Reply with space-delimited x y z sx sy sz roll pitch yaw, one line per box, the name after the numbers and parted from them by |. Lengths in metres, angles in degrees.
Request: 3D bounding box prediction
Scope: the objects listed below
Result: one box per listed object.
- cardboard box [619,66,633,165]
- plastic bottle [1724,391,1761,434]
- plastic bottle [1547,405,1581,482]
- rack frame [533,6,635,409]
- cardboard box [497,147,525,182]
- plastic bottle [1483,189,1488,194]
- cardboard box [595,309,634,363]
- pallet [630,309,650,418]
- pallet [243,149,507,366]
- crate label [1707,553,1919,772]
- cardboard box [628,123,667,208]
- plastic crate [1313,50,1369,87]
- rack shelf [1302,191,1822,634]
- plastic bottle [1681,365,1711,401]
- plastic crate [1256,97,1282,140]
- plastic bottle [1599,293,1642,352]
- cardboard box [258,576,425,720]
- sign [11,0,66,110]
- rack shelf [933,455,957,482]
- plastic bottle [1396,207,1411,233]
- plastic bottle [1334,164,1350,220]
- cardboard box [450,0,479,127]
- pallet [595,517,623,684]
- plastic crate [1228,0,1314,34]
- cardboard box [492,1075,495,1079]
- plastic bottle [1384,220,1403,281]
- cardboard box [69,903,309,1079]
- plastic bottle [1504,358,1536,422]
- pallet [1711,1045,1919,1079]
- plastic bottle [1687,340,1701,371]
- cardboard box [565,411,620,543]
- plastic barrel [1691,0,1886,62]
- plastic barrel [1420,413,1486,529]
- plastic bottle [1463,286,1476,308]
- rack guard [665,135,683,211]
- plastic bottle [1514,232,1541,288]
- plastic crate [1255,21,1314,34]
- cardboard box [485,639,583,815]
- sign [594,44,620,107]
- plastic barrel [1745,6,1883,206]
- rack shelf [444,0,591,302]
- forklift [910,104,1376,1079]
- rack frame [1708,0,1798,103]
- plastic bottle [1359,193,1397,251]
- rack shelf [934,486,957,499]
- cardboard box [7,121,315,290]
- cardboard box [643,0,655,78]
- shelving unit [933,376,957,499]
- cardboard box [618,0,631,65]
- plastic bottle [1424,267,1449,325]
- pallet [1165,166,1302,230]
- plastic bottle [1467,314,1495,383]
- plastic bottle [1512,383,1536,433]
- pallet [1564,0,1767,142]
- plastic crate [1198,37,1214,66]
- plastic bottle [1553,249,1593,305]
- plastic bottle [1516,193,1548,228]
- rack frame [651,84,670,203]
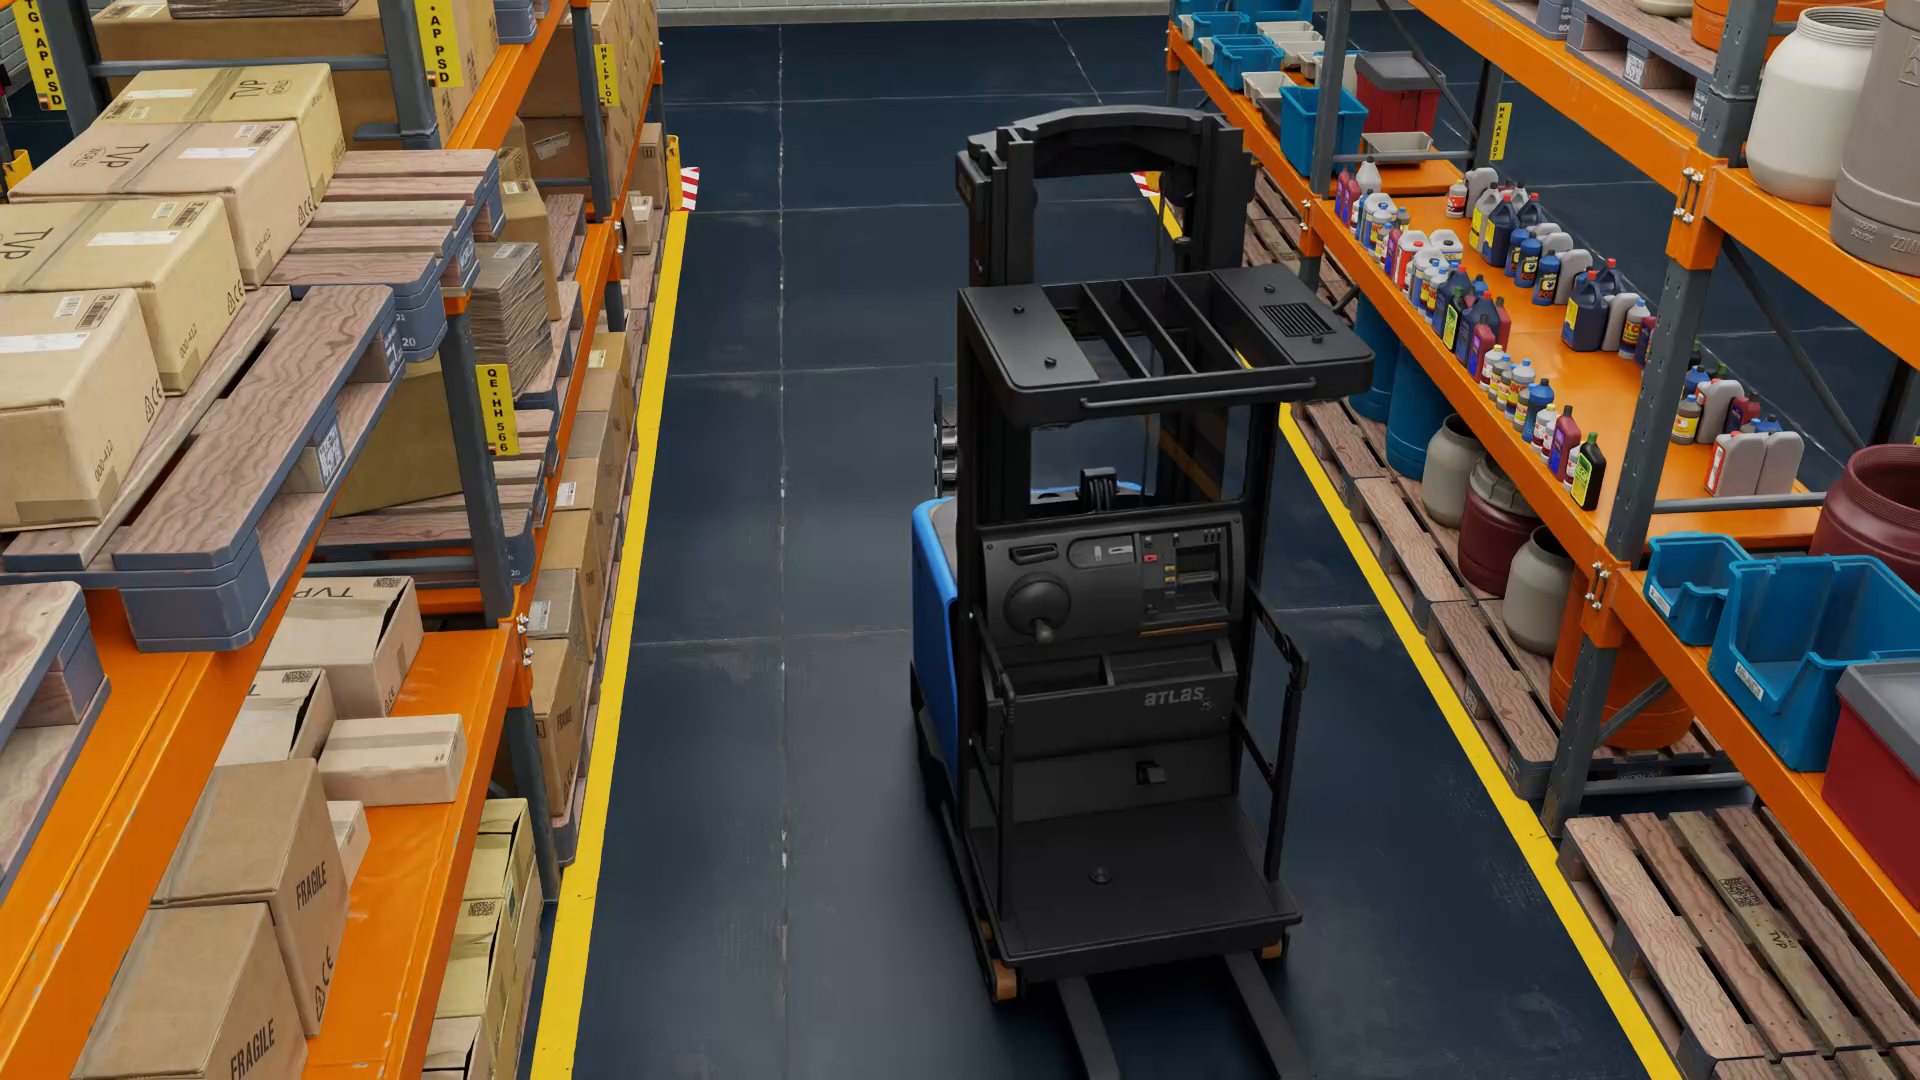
-2.252 -2.514 9.936 0.500 0.500 0.500 -2 31 -4 | cardboard box
3.177 -0.486 6.752 0.061 0.283 0.133 -3 31 -5 | plastic bottle
2.397 -0.384 6.581 0.061 0.283 0.133 -3 31 -5 | plastic bottle
-2.425 -1.937 9.067 1.000 3.000 0.127 -3 31 -5 | rack frame
-2.476 -1.559 7.928 0.700 0.500 0.500 2 31 3 | cardboard box
2.904 -1.843 9.104 0.097 0.201 0.097 0 31 0 | plastic bottle
-2.249 -1.196 10.020 0.500 0.311 0.500 -3 31 -5 | cardboard box
-2.488 -1.090 10.369 1.003 0.211 1.213 -3 31 -5 | pallet
-1.899 -0.759 4.354 1.213 0.211 1.003 -1 31 -2 | pallet
2.705 0.375 5.162 0.502 0.435 0.616 -3 31 -5 | crate label
-2.502 -2.829 12.569 0.500 0.500 0.500 -3 31 -5 | cardboard box
2.581 -3.132 11.173 0.416 0.233 0.300 -3 31 -5 | plastic crate
2.694 -0.842 7.936 1.077 0.370 4.000 -3 31 -5 | rack shelf
3.075 -0.605 6.963 0.097 0.271 0.097 0 31 0 | plastic bottle
2.135 -2.638 10.451 0.437 0.125 0.590 -3 31 -5 | plastic crate
3.033 -1.021 7.655 0.152 0.276 0.135 -3 31 -5 | plastic bottle
-2.061 0.332 5.356 0.500 0.311 0.500 -1 31 -1 | cardboard box
-2.591 -1.379 4.704 0.100 0.325 0.005 -3 31 -5 | sign
-0.001 -0.362 8.543 0.258 0.077 0.200 -3 31 -5 | rack shelf
2.328 -1.661 8.799 0.097 0.201 0.097 0 31 0 | plastic bottle
2.117 -1.914 9.143 0.061 0.283 0.133 -3 31 -5 | plastic bottle
-2.173 -1.706 5.659 0.910 0.500 0.500 -3 31 -5 | cardboard box
-2.194 0.298 8.045 1.003 0.211 1.213 -3 31 -5 | pallet
2.351 -4.093 12.584 0.616 0.435 0.499 -3 31 -5 | plastic crate
-1.663 1.883 4.945 0.500 0.250 0.500 -2 31 -3 | cardboard box
2.200 -1.461 8.384 0.061 0.283 0.133 -3 31 -5 | plastic bottle
-1.829 1.187 3.739 0.500 0.500 0.500 -3 31 -5 | cardboard box
2.368 -0.637 7.017 0.097 0.271 0.097 0 31 0 | plastic bottle
3.026 2.086 5.051 1.003 0.211 1.213 -3 31 -5 | pallet
3.131 -0.741 7.179 0.061 0.283 0.133 -3 31 -5 | plastic bottle
-2.009 -0.305 8.344 0.500 0.500 0.500 -2 31 -4 | cardboard box
2.831 -2.072 5.540 0.600 0.830 0.708 -3 31 -5 | plastic barrel
2.571 -0.351 8.430 0.421 0.512 0.421 0 31 0 | plastic barrel
2.343 -1.015 7.637 0.061 0.283 0.133 -3 31 -5 | plastic bottle
-2.791 -2.867 13.062 1.175 0.500 0.348 -3 31 -5 | rack guard
2.837 -1.403 8.299 0.097 0.271 0.097 0 31 0 | plastic bottle
2.390 -3.719 12.250 0.396 0.136 0.243 -3 31 -5 | plastic crate
-1.809 0.744 6.588 0.500 0.500 0.500 -1 31 -2 | cardboard box
-1.872 -2.462 8.818 0.100 0.325 0.005 -3 31 -5 | sign
2.605 -1.292 4.954 0.421 0.512 0.421 0 31 0 | plastic barrel
-2.238 -1.894 6.773 1.077 0.370 4.000 -3 31 -5 | rack shelf
0.583 0.187 5.579 1.130 2.935 3.031 -6 31 -10 | forklift
2.881 -2.705 4.504 1.000 3.000 0.127 -3 31 -5 | rack frame
2.205 -1.677 8.754 0.152 0.276 0.135 -3 31 -5 | plastic bottle
-0.001 -0.207 8.636 0.258 0.077 0.200 -3 31 -5 | rack shelf
-1.886 -0.802 3.980 0.500 0.250 0.500 -2 31 -3 | cardboard box
-2.434 -3.541 11.656 0.500 0.500 0.500 -2 31 -4 | cardboard box
-0.001 -0.390 8.526 0.258 0.900 0.210 -3 31 -5 | shelving unit
-2.285 -3.189 10.091 0.500 0.500 0.500 -4 31 -6 | cardboard box
2.272 -1.161 7.894 0.097 0.271 0.097 0 31 0 | plastic bottle
2.172 -2.594 12.887 1.003 0.211 1.213 -3 31 -5 | pallet
2.312 -0.849 7.360 0.061 0.283 0.133 -3 31 -5 | plastic bottle
2.377 -0.557 6.951 0.097 0.201 0.097 0 31 0 | plastic bottle
2.907 -1.732 5.983 1.003 0.211 1.213 -3 31 -5 | pallet
1.840 -3.471 11.834 0.250 0.136 0.298 -3 31 -5 | plastic crate
2.981 -1.302 8.125 0.152 0.276 0.135 -3 31 -5 | plastic bottle
2.936 -1.603 8.556 0.144 0.351 0.185 -3 31 -5 | plastic bottle
-2.798 -3.979 12.486 1.000 3.000 0.127 -3 31 -5 | rack frame
